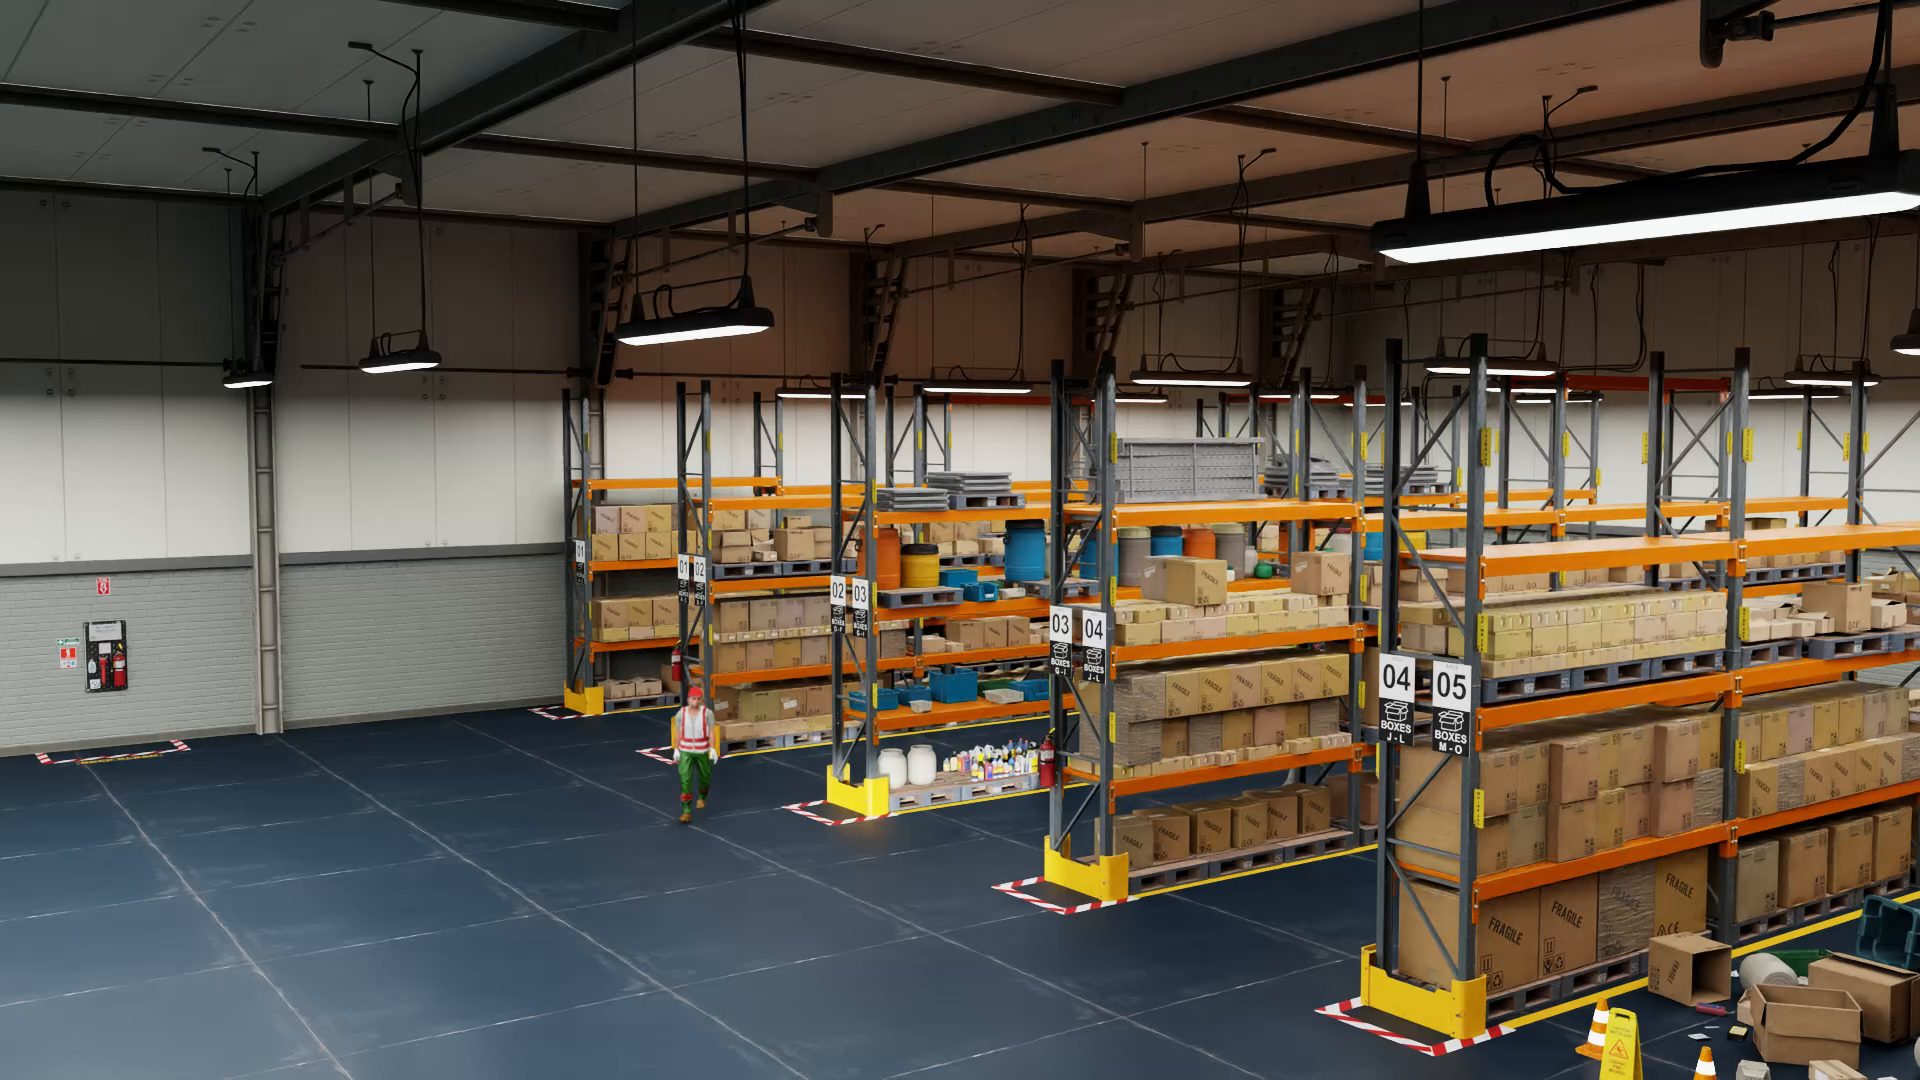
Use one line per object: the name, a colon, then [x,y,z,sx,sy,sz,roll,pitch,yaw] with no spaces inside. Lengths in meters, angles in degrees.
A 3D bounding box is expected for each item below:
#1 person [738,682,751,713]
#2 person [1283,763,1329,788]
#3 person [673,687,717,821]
person: [-3.805,2.291,30.809,0.576,1.736,0.944,1,4,19]
person: [4.893,2.850,23.621,0.903,1.552,0.433,-2,4,-26]
person: [-3.563,2.843,22.376,0.593,1.778,0.816,-1,4,-8]
